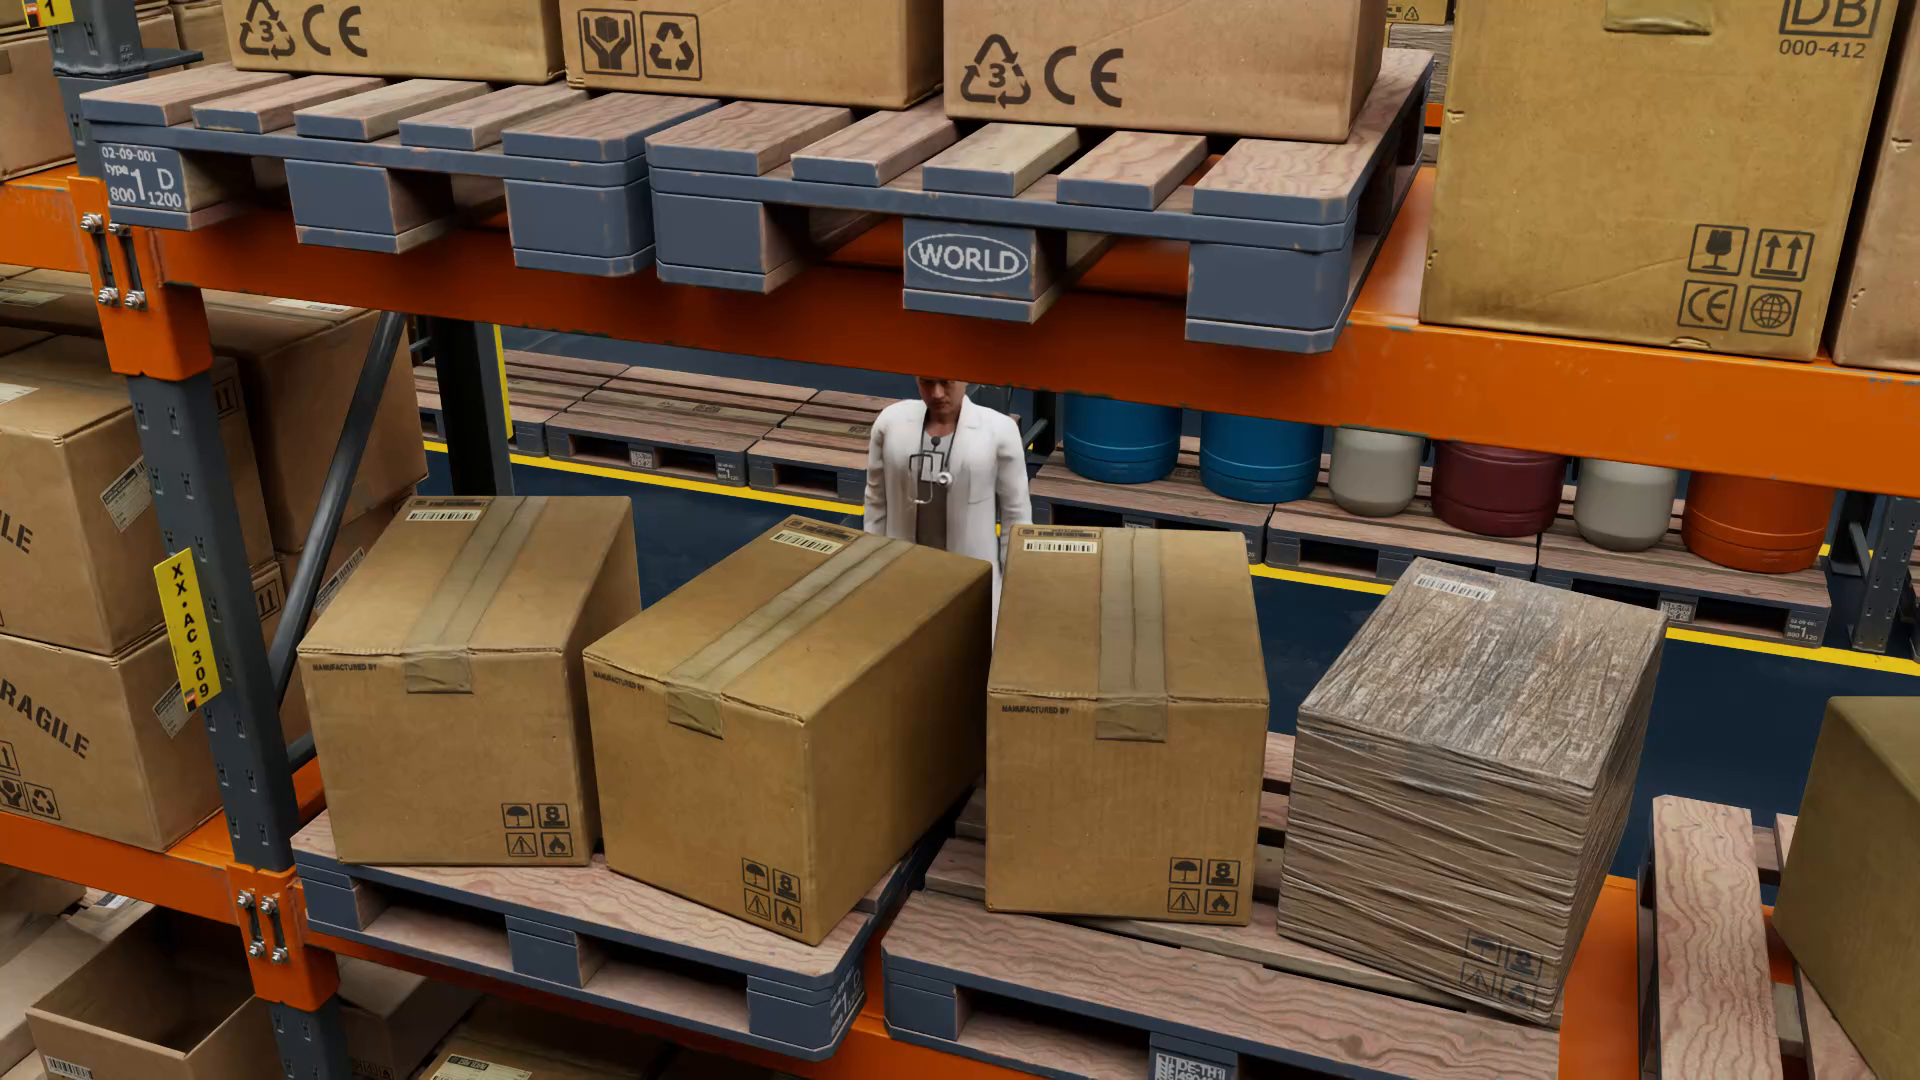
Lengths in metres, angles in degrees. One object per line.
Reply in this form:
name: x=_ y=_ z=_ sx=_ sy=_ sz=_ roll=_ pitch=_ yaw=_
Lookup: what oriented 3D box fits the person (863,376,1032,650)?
person: x=-0.051 y=0.164 z=5.767 sx=0.596 sy=1.794 sz=0.570 roll=6 pitch=26 yaw=12
